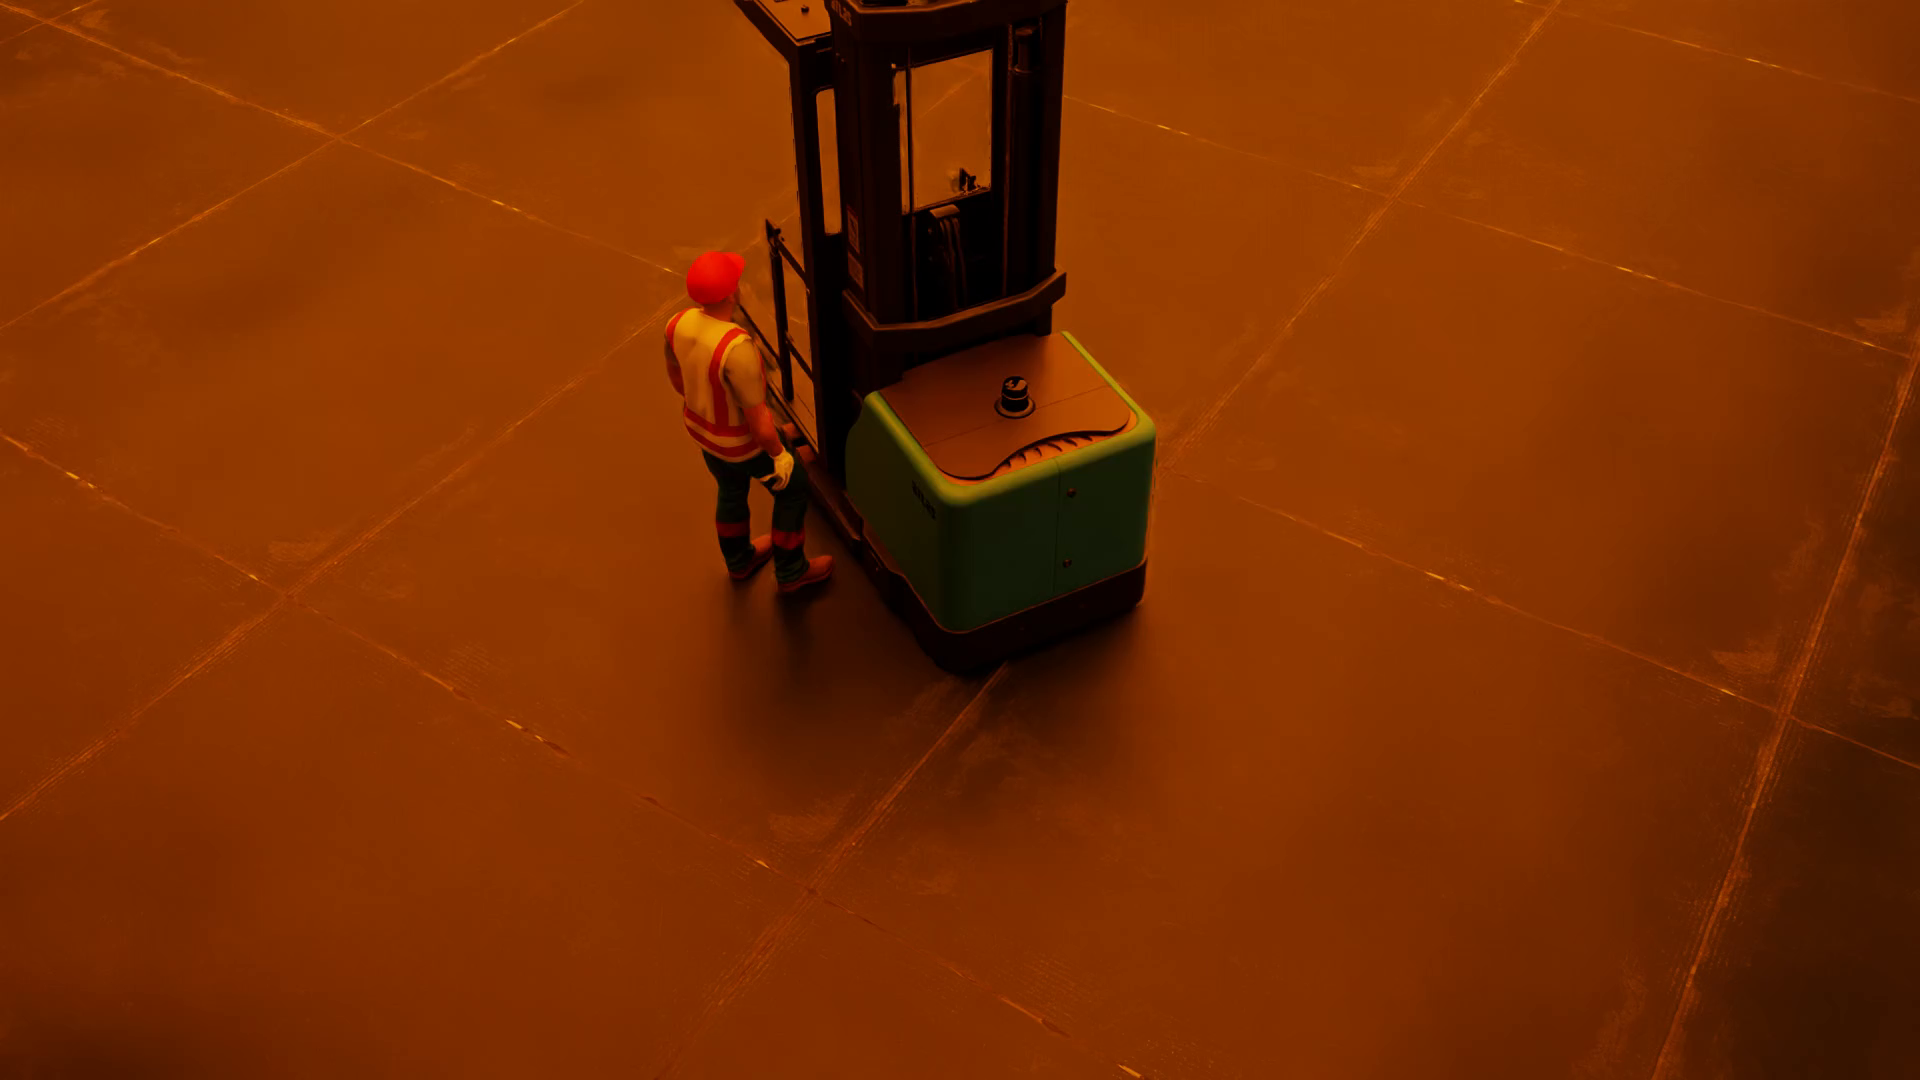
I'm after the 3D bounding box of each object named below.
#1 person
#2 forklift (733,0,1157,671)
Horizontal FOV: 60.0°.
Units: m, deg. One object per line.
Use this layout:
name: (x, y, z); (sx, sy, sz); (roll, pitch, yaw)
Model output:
person: (-0.932, -0.492, 7.198); (0.677, 1.792, 0.482); (31, 52, 29)
forklift: (-0.283, -1.504, 7.434); (1.130, 2.935, 3.031); (-20, 47, -20)
